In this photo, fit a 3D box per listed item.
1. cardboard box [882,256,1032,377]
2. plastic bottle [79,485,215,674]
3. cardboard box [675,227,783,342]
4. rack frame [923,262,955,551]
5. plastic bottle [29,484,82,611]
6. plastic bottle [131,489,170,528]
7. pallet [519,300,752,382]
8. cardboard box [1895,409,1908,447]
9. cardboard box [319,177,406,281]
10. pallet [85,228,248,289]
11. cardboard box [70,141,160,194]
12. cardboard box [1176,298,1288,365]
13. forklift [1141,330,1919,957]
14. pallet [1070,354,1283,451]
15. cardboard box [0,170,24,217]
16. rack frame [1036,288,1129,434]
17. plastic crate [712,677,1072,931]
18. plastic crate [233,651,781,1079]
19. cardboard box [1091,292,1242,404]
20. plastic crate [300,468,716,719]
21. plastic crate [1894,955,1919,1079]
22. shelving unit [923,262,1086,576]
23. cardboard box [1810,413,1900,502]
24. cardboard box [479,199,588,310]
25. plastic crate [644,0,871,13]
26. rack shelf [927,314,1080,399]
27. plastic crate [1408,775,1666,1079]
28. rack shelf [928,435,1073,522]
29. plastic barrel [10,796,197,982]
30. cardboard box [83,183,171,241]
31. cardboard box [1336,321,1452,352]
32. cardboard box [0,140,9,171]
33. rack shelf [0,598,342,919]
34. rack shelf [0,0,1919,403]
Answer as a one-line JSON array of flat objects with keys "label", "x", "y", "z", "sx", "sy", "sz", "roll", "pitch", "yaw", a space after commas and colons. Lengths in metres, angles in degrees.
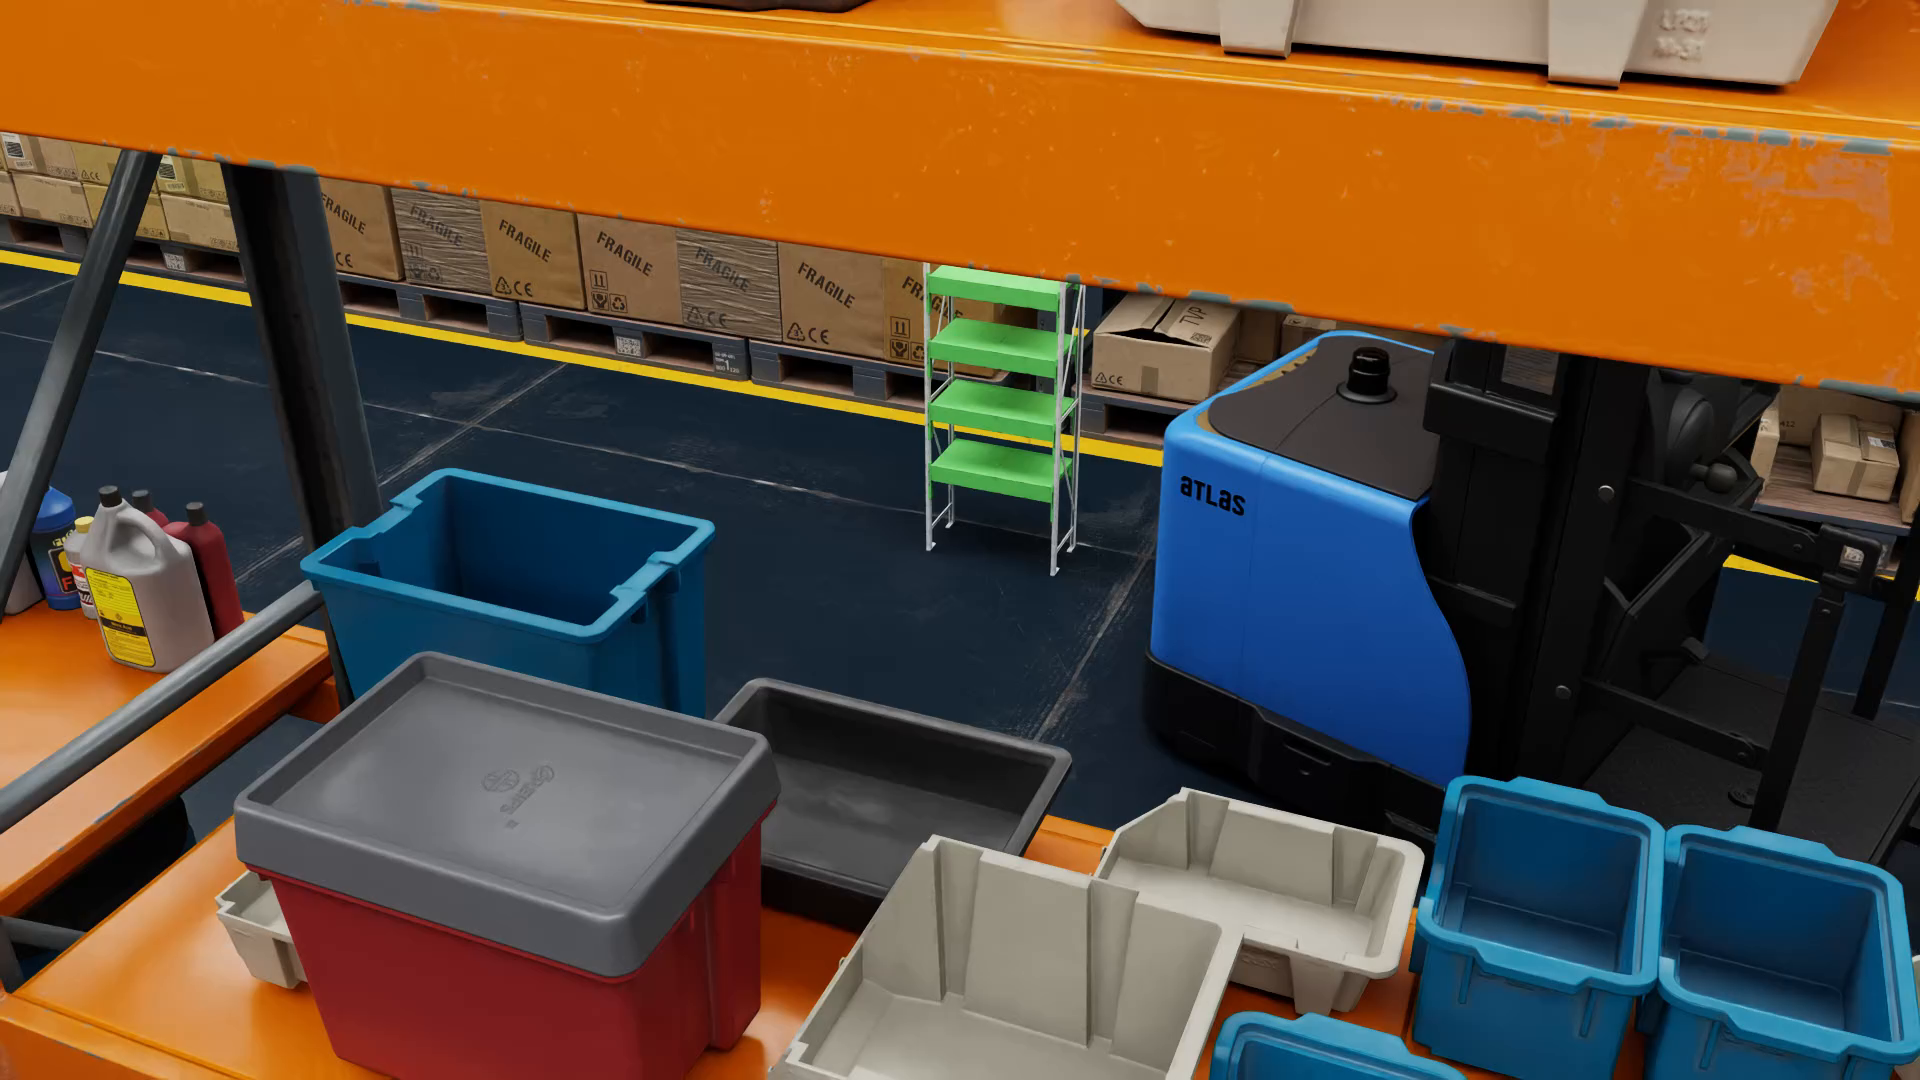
[{"label": "cardboard box", "x": -0.003, "y": -1.059, "z": 7.168, "sx": 0.500, "sy": 0.500, "sz": 0.500, "roll": 11, "pitch": 31, "yaw": 19}, {"label": "plastic bottle", "x": -1.545, "y": 0.064, "z": 3.138, "sx": 0.185, "sy": 0.351, "sz": 0.144, "roll": 11, "pitch": 31, "yaw": 19}, {"label": "cardboard box", "x": -0.922, "y": -1.247, "z": 7.501, "sx": 0.500, "sy": 0.500, "sz": 0.500, "roll": 12, "pitch": 32, "yaw": 20}, {"label": "rack frame", "x": -0.073, "y": -0.537, "z": 5.980, "sx": 0.015, "sy": 1.200, "sz": 0.240, "roll": 11, "pitch": 31, "yaw": 19}, {"label": "plastic bottle", "x": -1.811, "y": 0.001, "z": 3.331, "sx": 0.097, "sy": 0.271, "sz": 0.097, "roll": 0, "pitch": 29, "yaw": 0}, {"label": "plastic bottle", "x": -1.607, "y": 0.027, "z": 3.273, "sx": 0.133, "sy": 0.283, "sz": 0.061, "roll": 11, "pitch": 31, "yaw": 19}, {"label": "pallet", "x": -1.340, "y": -1.139, "z": 8.051, "sx": 1.213, "sy": 0.211, "sz": 1.003, "roll": 11, "pitch": 31, "yaw": 19}, {"label": "cardboard box", "x": 3.778, "y": -0.493, "z": 6.507, "sx": 0.250, "sy": 0.166, "sz": 0.380, "roll": 11, "pitch": 31, "yaw": 19}, {"label": "cardboard box", "x": -2.830, "y": -1.624, "z": 8.167, "sx": 0.500, "sy": 0.500, "sz": 0.500, "roll": 13, "pitch": 32, "yaw": 21}, {"label": "pallet", "x": -3.893, "y": -1.691, "z": 9.027, "sx": 1.213, "sy": 0.211, "sz": 1.003, "roll": 11, "pitch": 31, "yaw": 19}, {"label": "cardboard box", "x": -4.206, "y": -2.043, "z": 8.613, "sx": 0.500, "sy": 0.311, "sz": 0.500, "roll": 11, "pitch": 31, "yaw": 18}, {"label": "cardboard box", "x": 1.197, "y": -1.122, "z": 7.280, "sx": 0.500, "sy": 0.500, "sz": 0.500, "roll": 11, "pitch": 31, "yaw": 19}, {"label": "forklift", "x": 2.004, "y": -0.374, "z": 3.933, "sx": 3.031, "sy": 2.935, "sz": 1.130, "roll": 23, "pitch": 37, "yaw": 35}, {"label": "pallet", "x": 1.198, "y": -0.653, "z": 7.192, "sx": 1.213, "sy": 0.211, "sz": 1.003, "roll": 11, "pitch": 31, "yaw": 19}, {"label": "cardboard box", "x": -5.145, "y": -1.989, "z": 9.088, "sx": 0.500, "sy": 0.250, "sz": 0.500, "roll": 12, "pitch": 32, "yaw": 20}, {"label": "rack frame", "x": 0.562, "y": -1.995, "z": 6.731, "sx": 0.127, "sy": 3.000, "sz": 1.000, "roll": 11, "pitch": 31, "yaw": 19}, {"label": "plastic crate", "x": -0.165, "y": 0.441, "z": 2.640, "sx": 0.590, "sy": 0.125, "sz": 0.437, "roll": 11, "pitch": 31, "yaw": 19}, {"label": "plastic crate", "x": -0.571, "y": 0.489, "z": 2.211, "sx": 0.583, "sy": 0.464, "sz": 0.402, "roll": 11, "pitch": 31, "yaw": 19}, {"label": "cardboard box", "x": 0.870, "y": -0.840, "z": 6.972, "sx": 0.500, "sy": 0.311, "sz": 0.500, "roll": 11, "pitch": 31, "yaw": 19}, {"label": "plastic crate", "x": -0.743, "y": 0.175, "z": 2.848, "sx": 0.575, "sy": 0.384, "sz": 0.392, "roll": 11, "pitch": 31, "yaw": 19}, {"label": "plastic crate", "x": 1.403, "y": 0.673, "z": 2.217, "sx": 0.298, "sy": 0.136, "sz": 0.250, "roll": 11, "pitch": 31, "yaw": 19}, {"label": "shelving unit", "x": 0.153, "y": -0.492, "z": 5.901, "sx": 0.503, "sy": 1.200, "sz": 0.258, "roll": 11, "pitch": 31, "yaw": 19}, {"label": "cardboard box", "x": 3.331, "y": -0.317, "z": 6.195, "sx": 0.250, "sy": 0.166, "sz": 0.380, "roll": 11, "pitch": 31, "yaw": 19}, {"label": "cardboard box", "x": -1.880, "y": -1.434, "z": 7.832, "sx": 0.500, "sy": 0.500, "sz": 0.500, "roll": 11, "pitch": 31, "yaw": 18}, {"label": "plastic crate", "x": -0.256, "y": -0.631, "z": 1.403, "sx": 0.590, "sy": 0.269, "sz": 0.497, "roll": 11, "pitch": 31, "yaw": 19}, {"label": "rack shelf", "x": 0.153, "y": -0.645, "z": 5.814, "sx": 0.480, "sy": 0.148, "sz": 0.258, "roll": 11, "pitch": 31, "yaw": 19}, {"label": "plastic crate", "x": 0.800, "y": 0.555, "z": 2.329, "sx": 0.300, "sy": 0.233, "sz": 0.416, "roll": 11, "pitch": 31, "yaw": 19}, {"label": "rack shelf", "x": 0.153, "y": -0.227, "z": 6.050, "sx": 0.480, "sy": 0.148, "sz": 0.258, "roll": 11, "pitch": 31, "yaw": 19}, {"label": "plastic barrel", "x": -1.801, "y": 0.885, "z": 3.341, "sx": 0.708, "sy": 0.901, "sz": 0.600, "roll": 11, "pitch": 31, "yaw": 19}, {"label": "cardboard box", "x": -4.203, "y": -1.800, "z": 8.755, "sx": 0.500, "sy": 0.250, "sz": 0.500, "roll": 11, "pitch": 31, "yaw": 19}, {"label": "cardboard box", "x": 1.892, "y": -0.901, "z": 7.081, "sx": 0.500, "sy": 0.311, "sz": 0.500, "roll": 11, "pitch": 31, "yaw": 19}, {"label": "cardboard box", "x": -5.137, "y": -2.231, "z": 8.946, "sx": 0.500, "sy": 0.311, "sz": 0.500, "roll": 12, "pitch": 32, "yaw": 20}, {"label": "rack shelf", "x": -3.157, "y": 0.206, "z": 3.568, "sx": 4.000, "sy": 0.370, "sz": 1.077, "roll": 11, "pitch": 31, "yaw": 19}, {"label": "rack shelf", "x": 0.550, "y": -0.360, "z": 1.521, "sx": 4.000, "sy": 0.370, "sz": 1.077, "roll": 11, "pitch": 31, "yaw": 19}]
